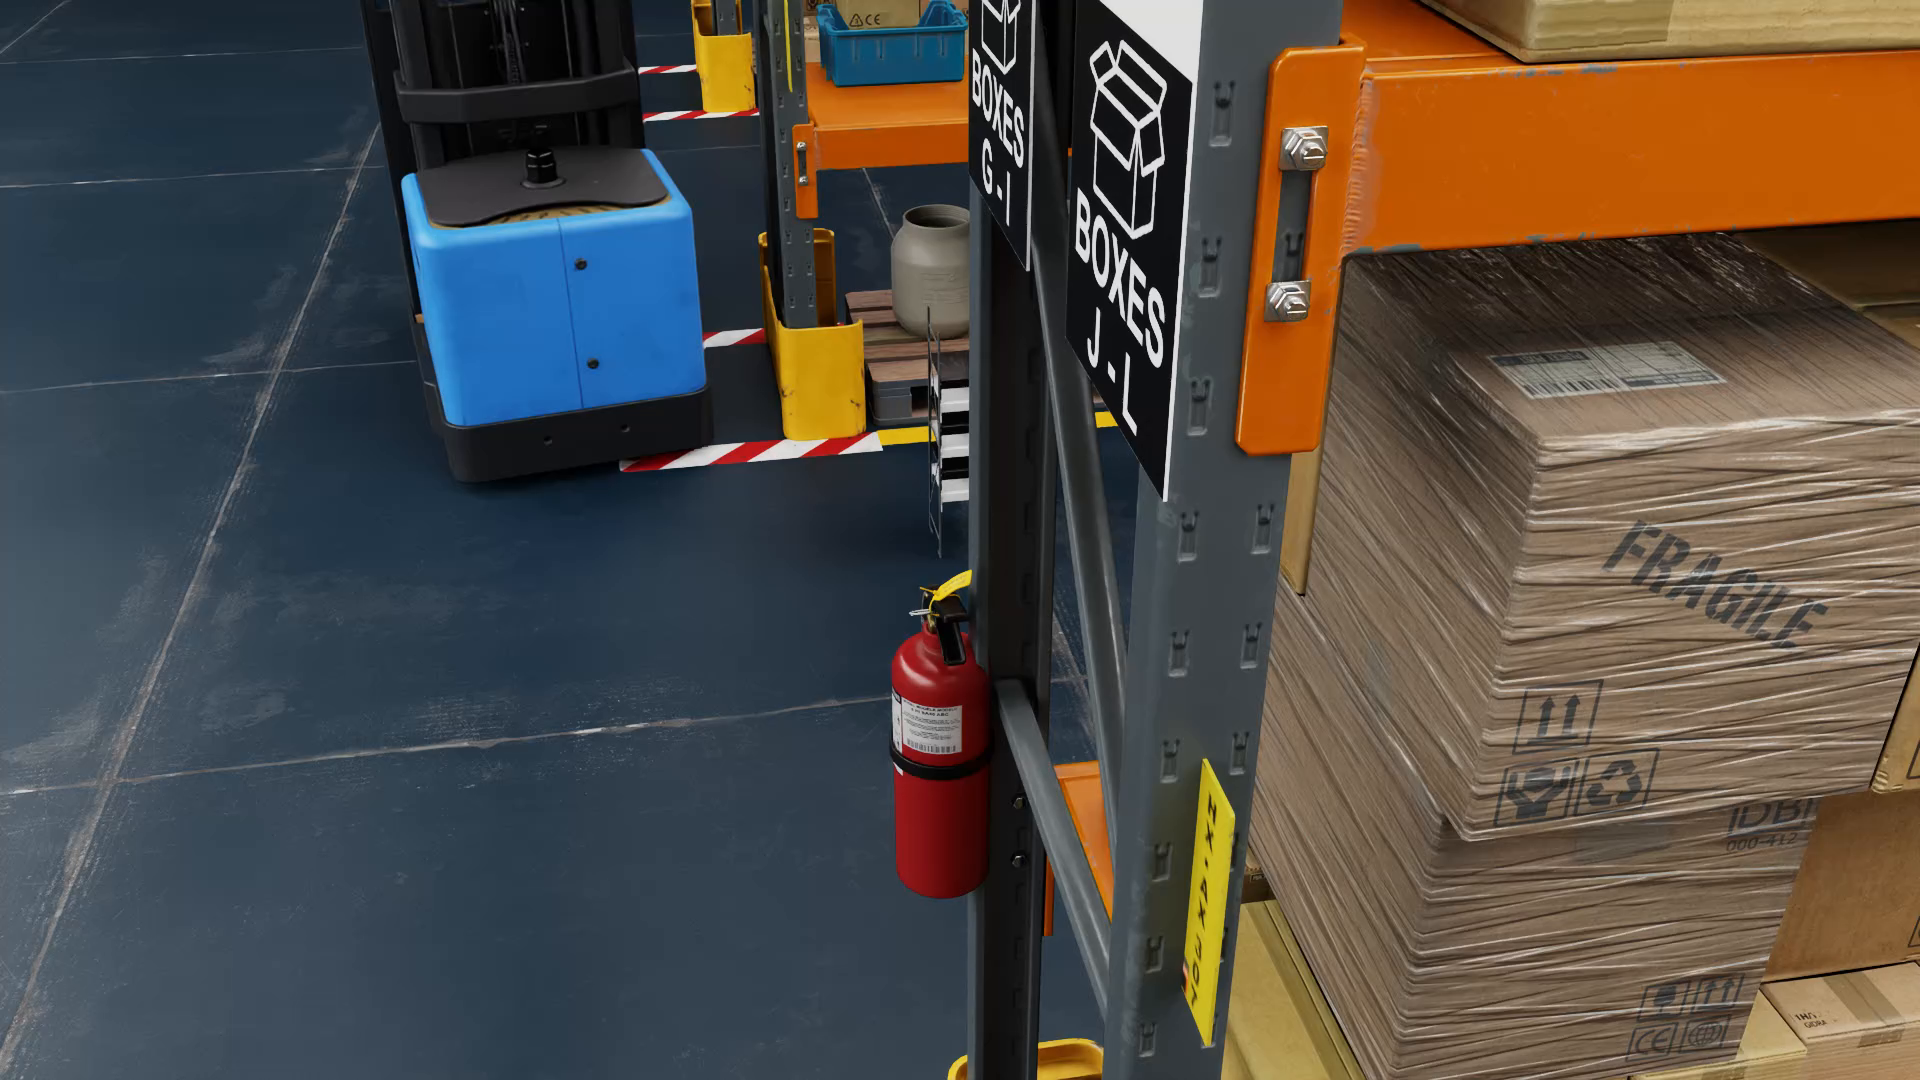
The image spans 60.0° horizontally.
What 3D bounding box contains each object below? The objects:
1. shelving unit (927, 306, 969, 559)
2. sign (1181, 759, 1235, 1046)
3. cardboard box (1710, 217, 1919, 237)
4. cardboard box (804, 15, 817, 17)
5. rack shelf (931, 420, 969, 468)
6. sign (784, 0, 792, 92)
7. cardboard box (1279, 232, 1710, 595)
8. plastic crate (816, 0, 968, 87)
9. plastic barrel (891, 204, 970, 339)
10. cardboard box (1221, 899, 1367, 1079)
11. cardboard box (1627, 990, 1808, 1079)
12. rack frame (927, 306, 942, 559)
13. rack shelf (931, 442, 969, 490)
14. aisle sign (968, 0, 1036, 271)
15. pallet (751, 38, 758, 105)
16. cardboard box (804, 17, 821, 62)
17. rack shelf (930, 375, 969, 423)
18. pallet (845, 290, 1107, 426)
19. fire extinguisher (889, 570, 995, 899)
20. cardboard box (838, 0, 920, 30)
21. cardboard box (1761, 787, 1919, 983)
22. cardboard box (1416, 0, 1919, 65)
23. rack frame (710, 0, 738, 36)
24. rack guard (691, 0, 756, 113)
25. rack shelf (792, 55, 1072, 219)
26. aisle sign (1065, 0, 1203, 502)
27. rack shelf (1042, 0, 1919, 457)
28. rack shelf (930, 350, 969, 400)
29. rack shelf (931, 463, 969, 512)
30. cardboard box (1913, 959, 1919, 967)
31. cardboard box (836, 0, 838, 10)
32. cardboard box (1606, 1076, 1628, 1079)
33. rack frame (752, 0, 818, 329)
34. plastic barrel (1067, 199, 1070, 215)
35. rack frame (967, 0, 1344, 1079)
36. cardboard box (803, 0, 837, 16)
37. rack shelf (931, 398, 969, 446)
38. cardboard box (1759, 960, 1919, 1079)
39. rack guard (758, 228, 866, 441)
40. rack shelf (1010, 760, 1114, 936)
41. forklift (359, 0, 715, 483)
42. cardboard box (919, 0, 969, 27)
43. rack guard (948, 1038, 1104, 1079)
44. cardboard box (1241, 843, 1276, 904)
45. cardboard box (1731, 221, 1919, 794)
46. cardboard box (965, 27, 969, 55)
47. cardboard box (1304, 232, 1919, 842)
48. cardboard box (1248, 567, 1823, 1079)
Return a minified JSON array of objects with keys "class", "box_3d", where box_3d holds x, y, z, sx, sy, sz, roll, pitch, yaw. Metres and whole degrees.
[{"class":"shelving unit","box_3d":[0.008,-0.389,6.023,0.210,0.900,0.258,-5,31,-9]},{"class":"sign","box_3d":[0.262,0.389,1.775,0.005,0.325,0.100,-5,31,-9]},{"class":"cardboard box","box_3d":[1.152,-0.333,2.478,0.500,0.500,0.500,-5,31,-9]},{"class":"cardboard box","box_3d":[-1.142,-3.640,11.779,0.500,0.250,0.500,-5,31,-9]},{"class":"rack shelf","box_3d":[0.008,-0.360,6.040,0.200,0.077,0.258,-5,31,-9]},{"class":"sign","box_3d":[-0.633,-1.822,6.117,0.005,0.325,0.100,-5,31,-9]},{"class":"cardboard box","box_3d":[0.661,-0.284,2.395,0.500,0.500,0.500,-5,31,-9]},{"class":"plastic crate","box_3d":[-0.289,-2.108,7.023,0.616,0.251,0.499,-5,31,-9]},{"class":"plastic barrel","box_3d":[-0.094,-1.184,7.345,0.421,0.512,0.421,0,30,0]},{"class":"cardboard box","box_3d":[0.488,0.693,2.360,0.250,0.149,0.380,-5,31,-9]},{"class":"cardboard box","box_3d":[0.986,0.664,2.409,0.250,0.149,0.380,-5,31,-9]},{"class":"rack frame","box_3d":[-0.092,-0.379,6.007,0.006,0.900,0.240,-5,31,-9]},{"class":"rack shelf","box_3d":[0.008,-0.282,6.086,0.200,0.077,0.258,-5,31,-9]},{"class":"aisle sign","box_3d":[0.049,-0.773,2.040,0.004,0.787,0.394,-5,31,-9]},{"class":"pallet","box_3d":[-0.872,-3.336,11.716,1.213,0.211,1.003,-5,31,-9]},{"class":"cardboard box","box_3d":[-1.049,-3.381,11.340,0.500,0.250,0.500,-5,31,-9]},{"class":"rack shelf","box_3d":[0.008,-0.515,5.949,0.200,0.077,0.258,-5,31,-9]},{"class":"pallet","box_3d":[0.138,-0.878,7.534,1.213,0.211,1.003,-5,31,-9]},{"class":"fire extinguisher","box_3d":[-0.031,0.306,2.847,0.183,0.674,0.296,-5,31,-9]},{"class":"cardboard box","box_3d":[-0.557,-3.751,11.229,0.500,0.500,0.500,-5,31,-9]},{"class":"cardboard box","box_3d":[1.180,0.178,2.595,0.500,0.500,0.875,-5,31,-9]},{"class":"cardboard box","box_3d":[0.685,-0.652,1.588,0.500,0.250,0.500,-4,31,-7]},{"class":"rack frame","box_3d":[-1.616,-4.448,10.855,0.127,3.000,1.000,-5,31,-9]},{"class":"rack guard","box_3d":[-1.640,-3.368,11.485,0.348,0.500,1.175,-5,31,-9]},{"class":"rack shelf","box_3d":[1.239,-1.850,7.147,4.000,0.370,1.077,-5,31,-9]},{"class":"aisle sign","box_3d":[0.157,-0.474,1.531,0.004,0.787,0.394,-5,31,-9]},{"class":"rack shelf","box_3d":[2.132,-0.674,2.187,4.000,0.370,1.077,-5,31,-9]},{"class":"rack shelf","box_3d":[0.008,-0.593,5.903,0.200,0.077,0.258,-5,31,-9]},{"class":"rack shelf","box_3d":[0.008,-0.205,6.131,0.200,0.077,0.258,-5,31,-9]},{"class":"cardboard box","box_3d":[1.475,0.612,2.498,0.250,0.149,0.380,-5,31,-9]},{"class":"cardboard box","box_3d":[-0.652,-3.691,11.867,0.500,0.250,0.500,-5,31,-9]},{"class":"cardboard box","box_3d":[0.737,0.680,2.383,0.250,0.149,0.380,-5,31,-9]},{"class":"rack frame","box_3d":[-0.728,-1.978,6.654,0.127,3.000,1.000,-5,31,-9]},{"class":"plastic barrel","box_3d":[0.399,-1.230,7.423,0.421,0.512,0.421,0,30,0]},{"class":"rack frame","box_3d":[0.165,0.493,2.452,0.053,2.616,0.949,-5,31,-9]},{"class":"cardboard box","box_3d":[-1.142,-3.964,11.591,0.500,0.500,0.500,-5,31,-9]},{"class":"rack shelf","box_3d":[0.008,-0.437,5.994,0.200,0.077,0.258,-5,31,-9]},{"class":"cardboard box","box_3d":[1.228,0.631,2.465,0.250,0.149,0.380,-5,31,-9]},{"class":"rack guard","box_3d":[-0.662,-0.931,7.339,0.348,0.500,1.175,-5,31,-9]},{"class":"rack shelf","box_3d":[2.132,0.619,2.947,4.000,0.370,1.077,-5,31,-9]},{"class":"forklift","box_3d":[-1.995,-2.221,7.136,1.130,2.935,3.031,-11,32,-17]},{"class":"cardboard box","box_3d":[-0.068,-3.803,11.318,0.500,0.500,0.500,-5,31,-9]},{"class":"rack guard","box_3d":[0.239,1.562,3.100,0.348,0.500,1.175,-5,31,-9]},{"class":"cardboard box","box_3d":[0.407,0.471,2.737,0.250,0.149,0.380,-5,31,-9]},{"class":"cardboard box","box_3d":[1.247,-0.067,2.026,0.500,0.500,0.500,-5,31,-9]},{"class":"cardboard box","box_3d":[-0.066,-3.474,11.498,0.500,0.250,0.500,-5,31,-9]},{"class":"cardboard box","box_3d":[0.754,-0.025,1.954,0.500,0.500,0.500,-5,31,-9]},{"class":"cardboard box","box_3d":[0.710,0.284,2.416,0.500,0.500,0.875,-5,31,-9]}]
